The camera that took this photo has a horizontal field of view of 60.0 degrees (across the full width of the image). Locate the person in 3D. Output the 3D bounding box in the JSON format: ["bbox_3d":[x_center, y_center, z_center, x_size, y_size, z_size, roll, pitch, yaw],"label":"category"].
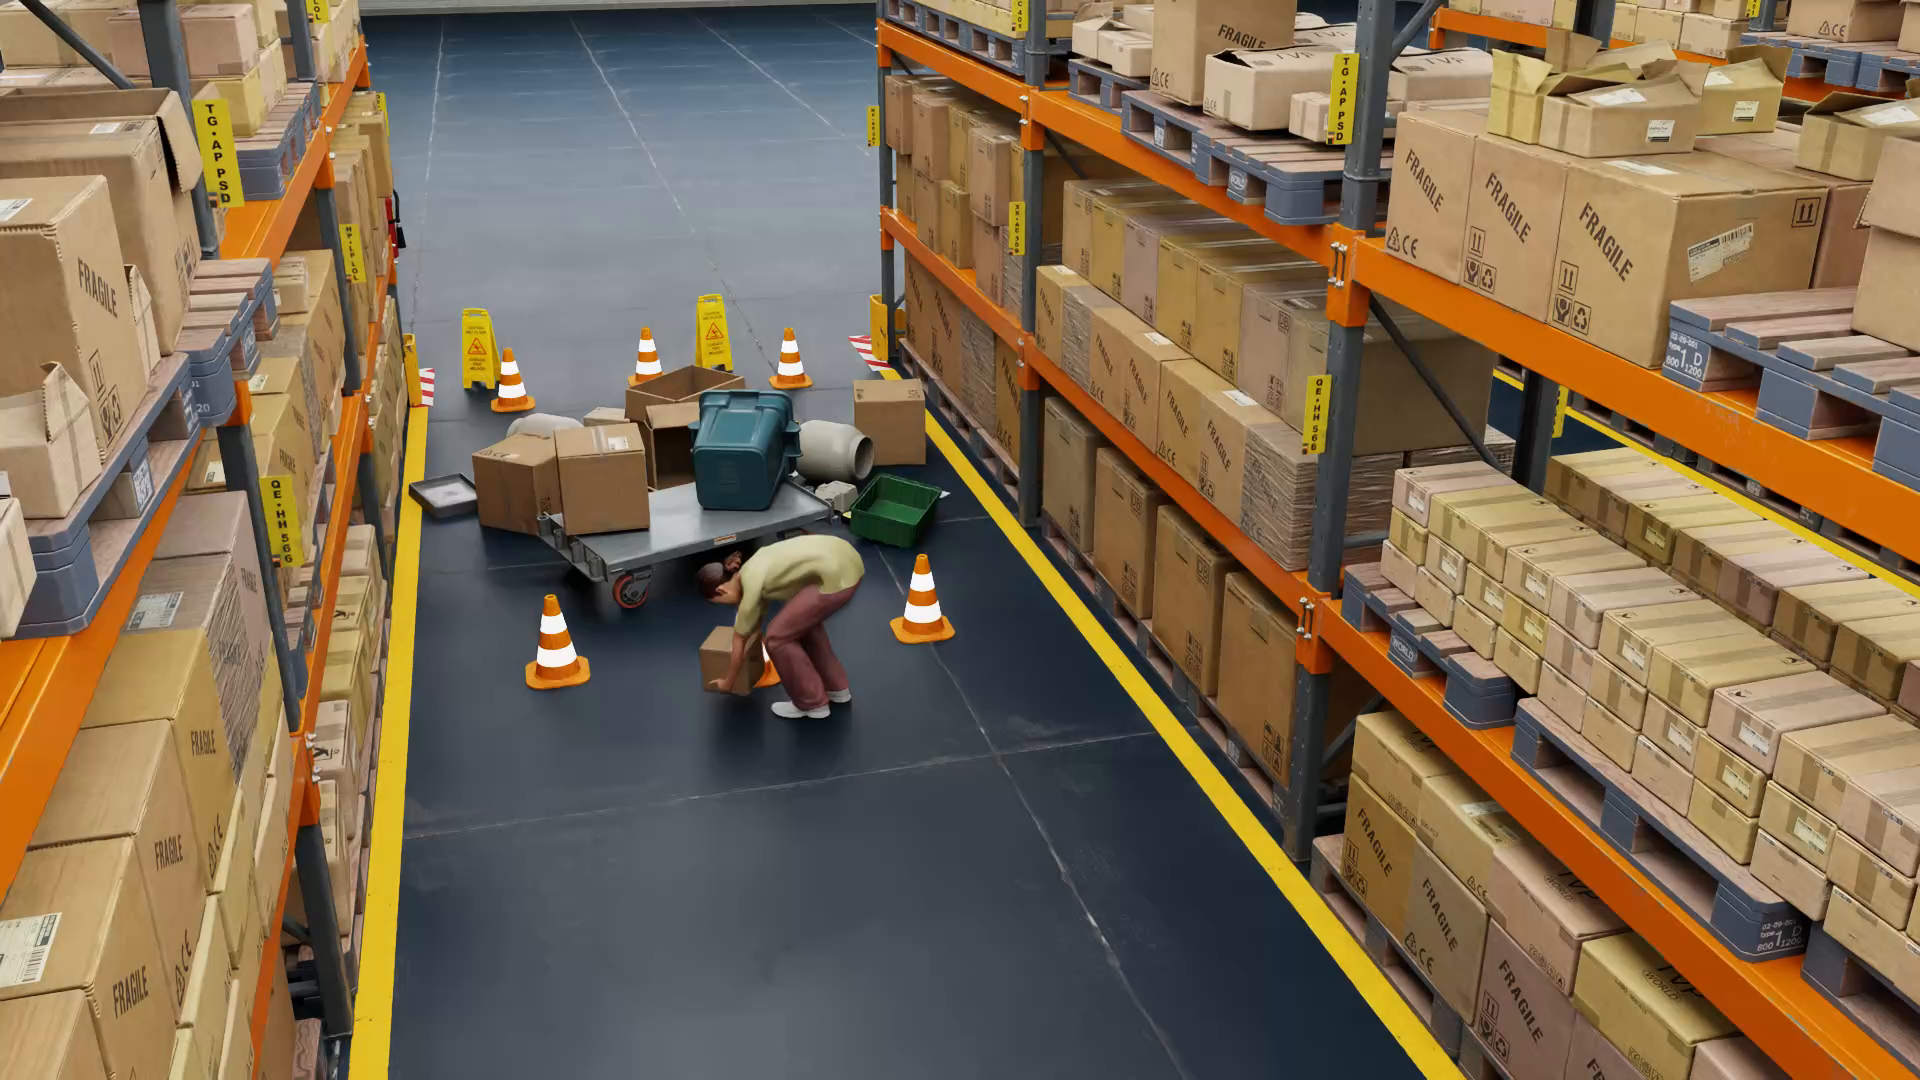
[{"bbox_3d":[-0.911,0.425,8.525,0.855,0.950,0.452,4,23,10],"label":"person"}]
